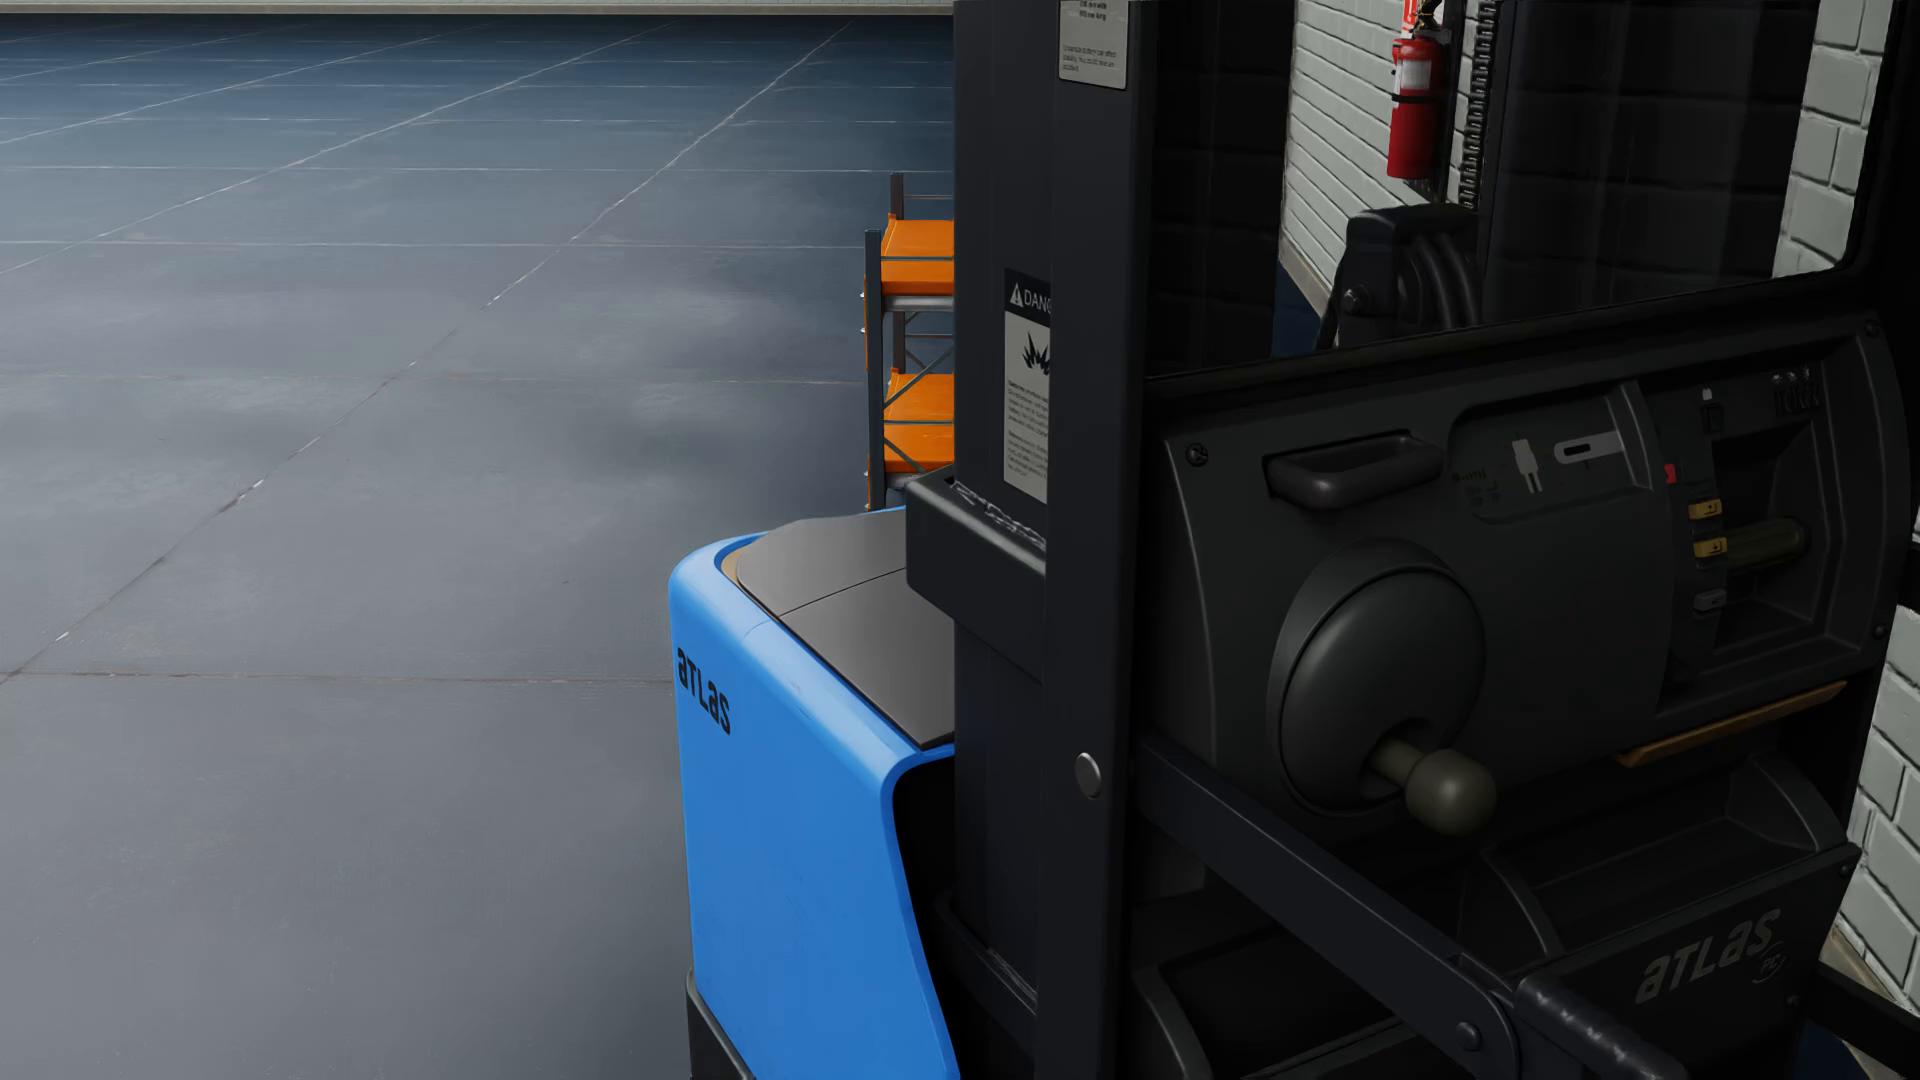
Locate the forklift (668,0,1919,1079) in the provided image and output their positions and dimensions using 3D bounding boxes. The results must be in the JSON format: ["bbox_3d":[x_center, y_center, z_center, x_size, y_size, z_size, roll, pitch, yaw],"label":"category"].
[{"bbox_3d":[0.695,0.026,1.409,1.130,2.935,3.031,-11,24,-27],"label":"forklift"}]

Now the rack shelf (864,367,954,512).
[{"bbox_3d":[0.000,-0.294,5.408,0.538,0.278,1.000,1,21,2],"label":"rack shelf"}]

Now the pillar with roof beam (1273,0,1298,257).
[{"bbox_3d":[-2.541,-5.997,8.546,9.100,9.000,0.400,1,21,2],"label":"pillar with roof beam"}]

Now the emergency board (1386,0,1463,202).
[{"bbox_3d":[1.692,-1.877,6.219,0.194,1.169,0.643,1,21,2],"label":"emergency board"}]

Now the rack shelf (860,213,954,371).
[{"bbox_3d":[0.000,-0.795,5.213,0.538,0.278,1.000,1,21,2],"label":"rack shelf"}]

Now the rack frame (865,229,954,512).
[{"bbox_3d":[-0.016,-0.338,4.845,0.500,1.125,0.032,1,21,2],"label":"rack frame"}]

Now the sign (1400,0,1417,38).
[{"bbox_3d":[1.812,-2.092,6.725,0.001,0.329,0.234,1,21,2],"label":"sign"}]

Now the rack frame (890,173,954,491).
[{"bbox_3d":[0.015,-0.706,5.793,0.500,1.125,0.032,1,21,2],"label":"rack frame"}]

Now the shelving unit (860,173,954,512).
[{"bbox_3d":[0.000,-0.522,5.319,0.538,1.125,1.048,1,21,2],"label":"shelving unit"}]
